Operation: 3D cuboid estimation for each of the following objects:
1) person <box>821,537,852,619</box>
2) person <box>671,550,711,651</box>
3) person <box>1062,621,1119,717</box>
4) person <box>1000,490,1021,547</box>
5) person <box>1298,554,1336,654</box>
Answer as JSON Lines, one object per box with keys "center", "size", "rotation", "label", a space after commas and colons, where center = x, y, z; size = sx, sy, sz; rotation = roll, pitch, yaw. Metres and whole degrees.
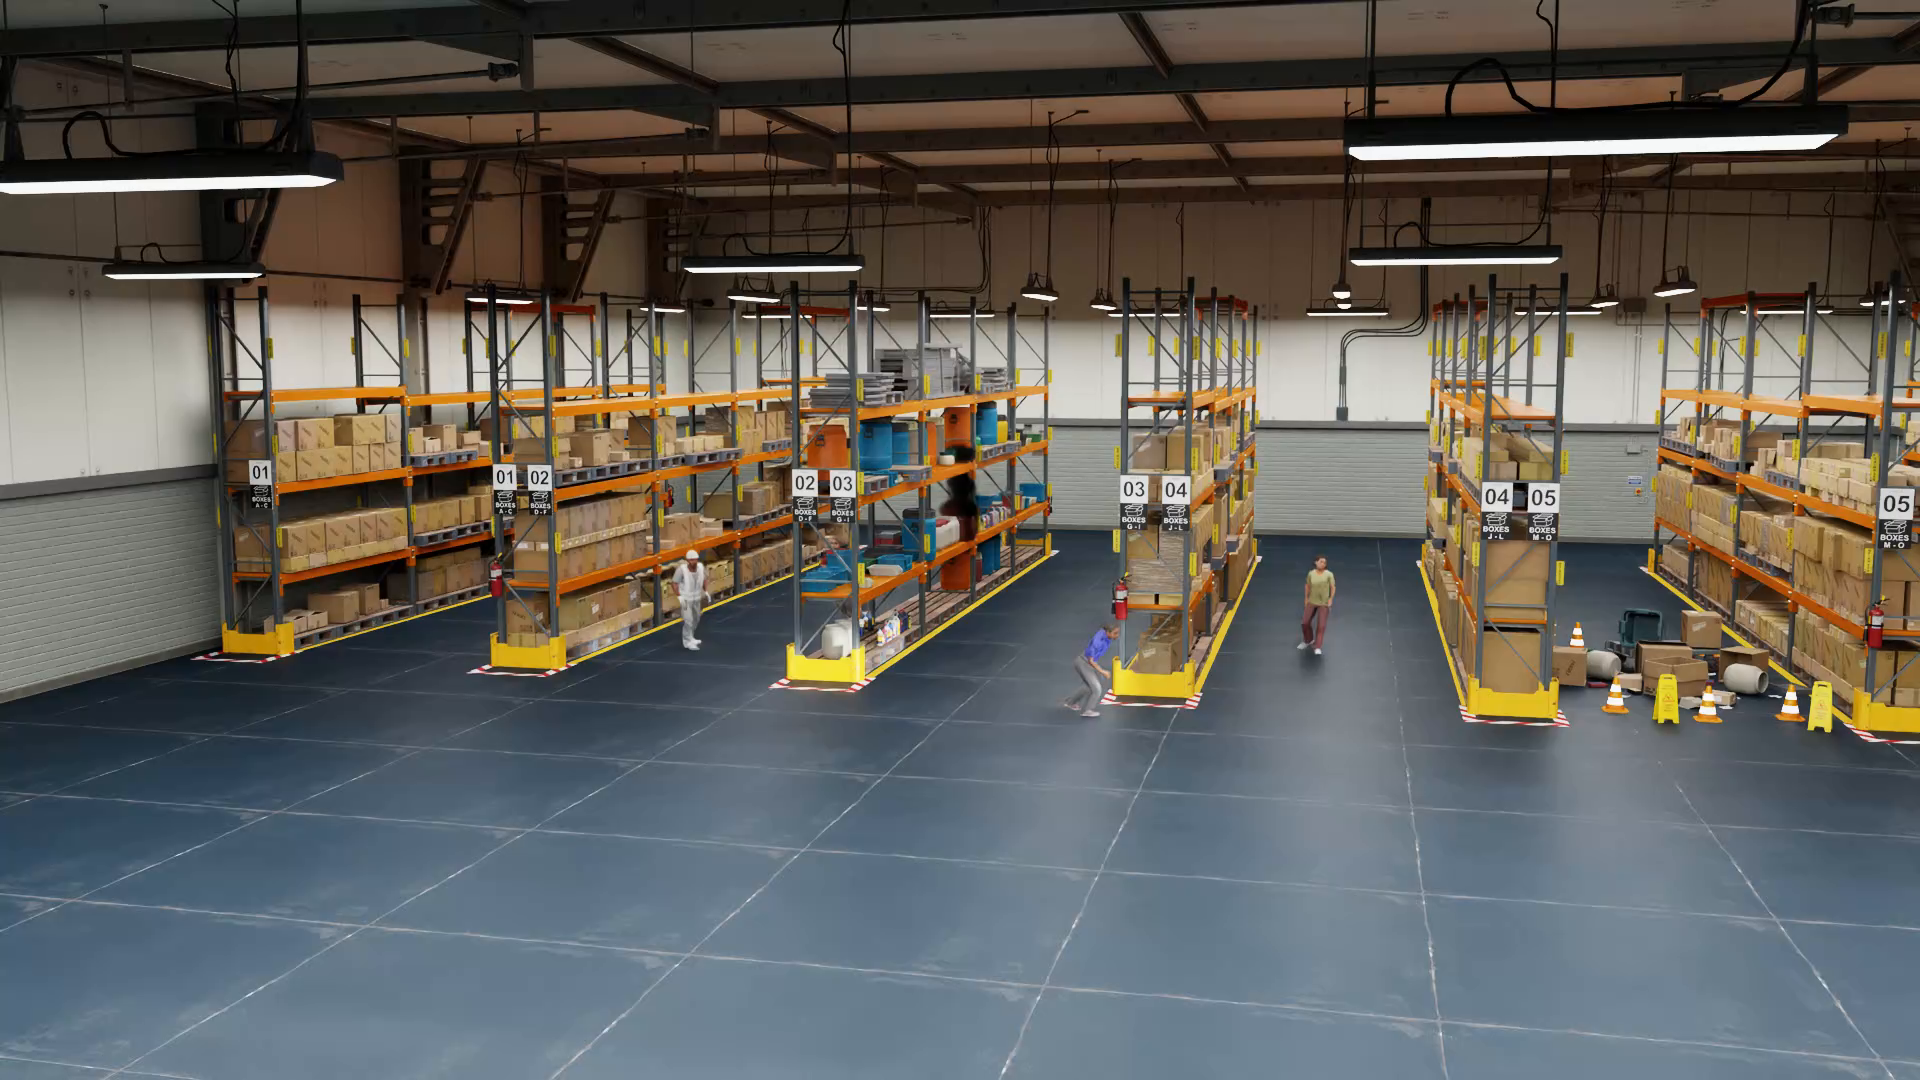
{"center": [-2.170, 0.737, 30.123], "size": [0.674, 1.623, 0.908], "rotation": [3, 7, 23], "label": "person"}
{"center": [-4.506, 0.987, 27.679], "size": [0.682, 1.716, 0.783], "rotation": [-6, 9, -44], "label": "person"}
{"center": [1.769, 1.743, 22.574], "size": [0.912, 1.368, 0.595], "rotation": [3, 7, 26], "label": "person"}
{"center": [1.211, -0.515, 41.746], "size": [0.819, 1.503, 0.649], "rotation": [3, 7, 23], "label": "person"}
{"center": [5.846, 1.059, 27.267], "size": [0.618, 1.660, 0.602], "rotation": [2, 7, 19], "label": "person"}
